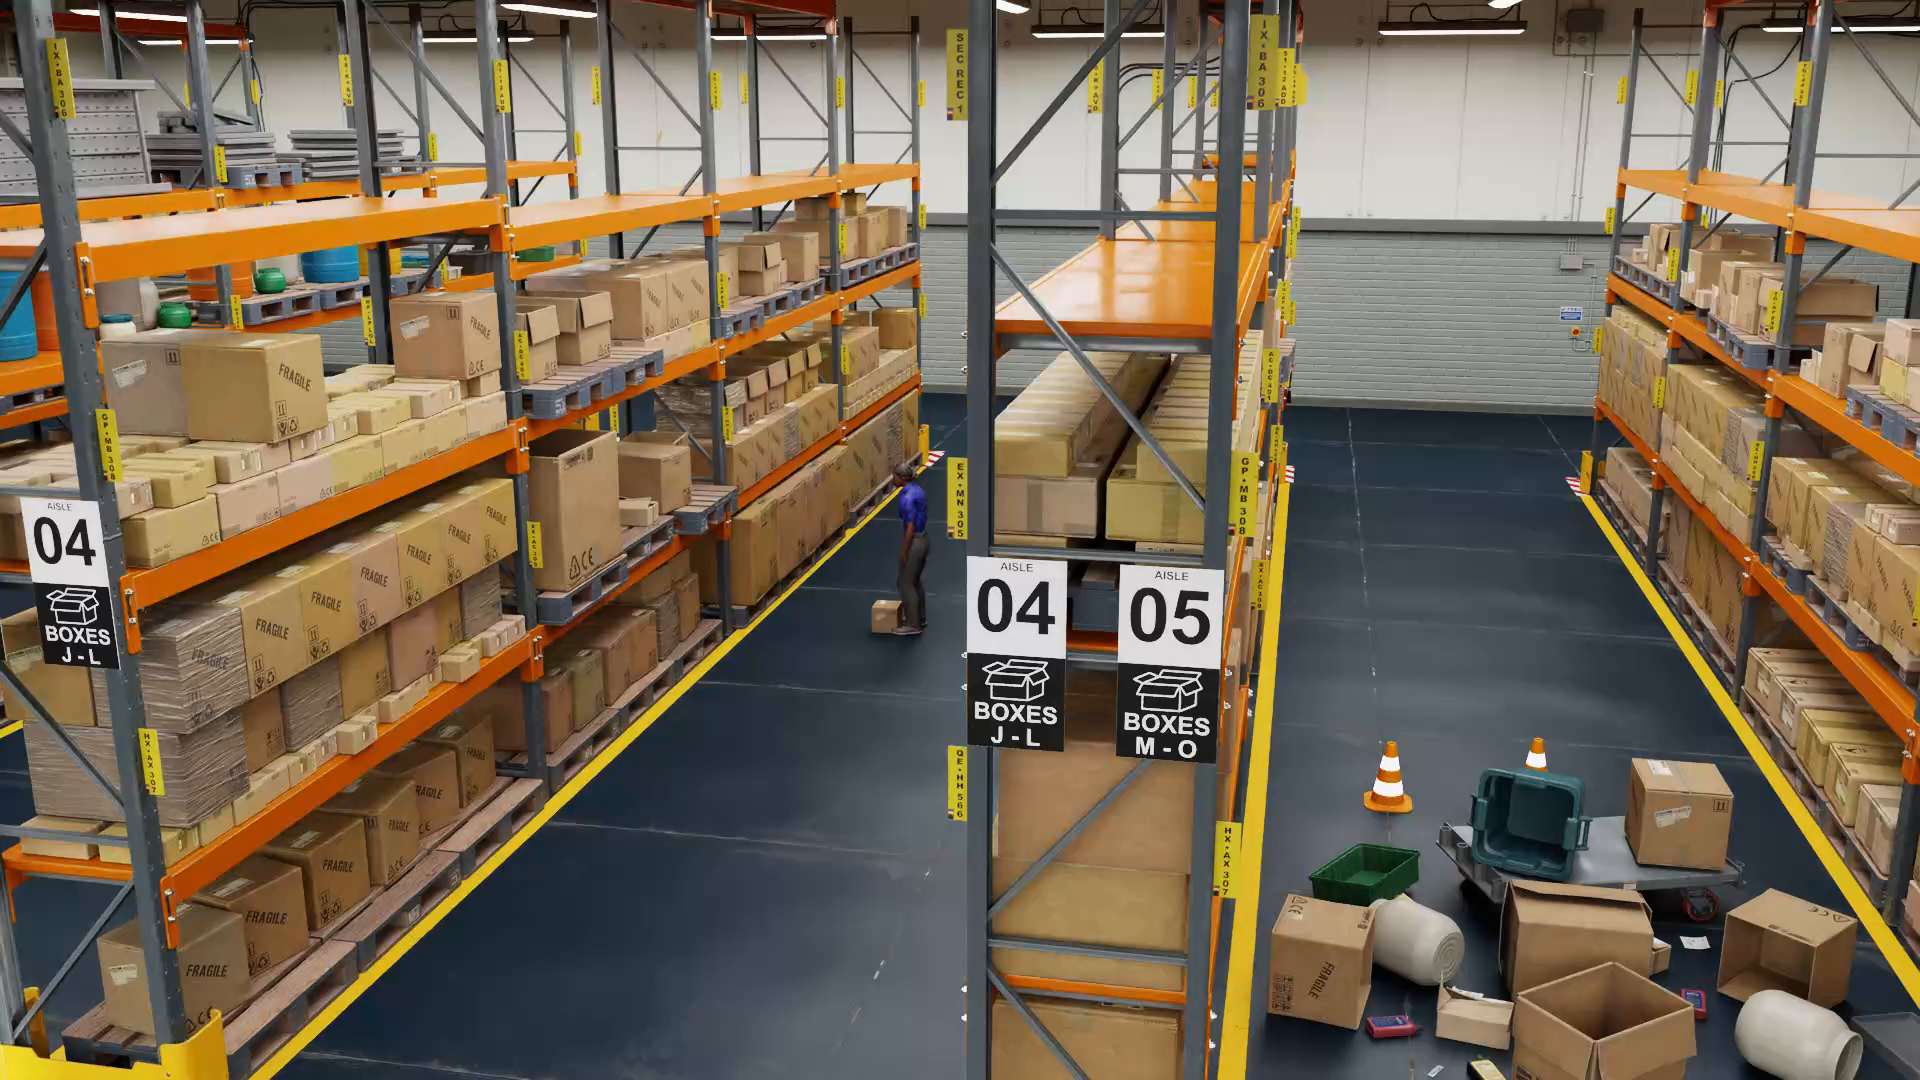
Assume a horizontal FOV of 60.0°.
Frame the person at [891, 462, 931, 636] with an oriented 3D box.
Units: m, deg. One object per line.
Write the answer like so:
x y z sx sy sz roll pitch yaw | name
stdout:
-0.465 0.067 15.769 0.349 1.654 0.503 3 15 11 | person
